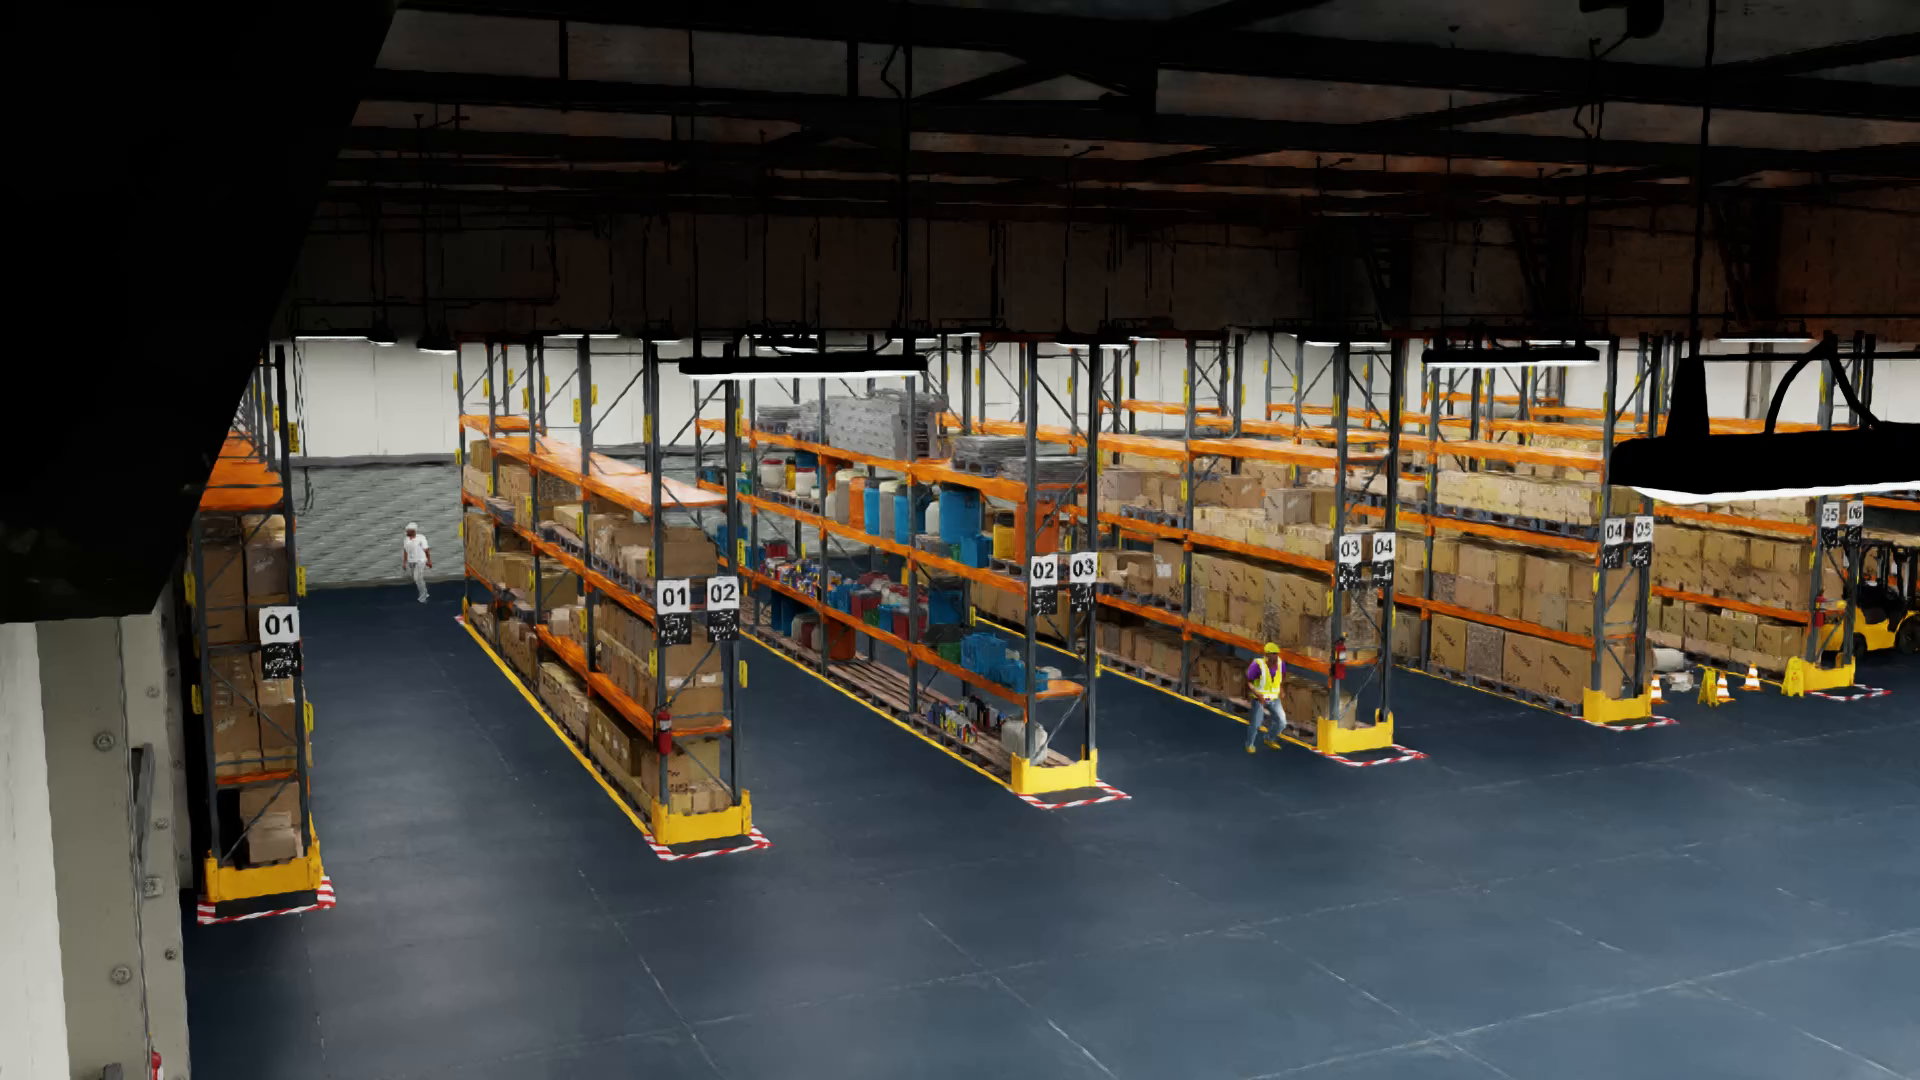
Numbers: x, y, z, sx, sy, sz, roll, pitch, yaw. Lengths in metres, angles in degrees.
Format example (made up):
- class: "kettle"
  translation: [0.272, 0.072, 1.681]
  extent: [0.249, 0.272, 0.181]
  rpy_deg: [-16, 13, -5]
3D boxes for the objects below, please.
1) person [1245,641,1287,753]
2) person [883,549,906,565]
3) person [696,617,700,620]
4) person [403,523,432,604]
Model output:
- class: "person"
  translation: [4.426, 2.275, 24.027]
  extent: [0.723, 1.692, 0.659]
  rpy_deg: [-2, 8, -17]
- class: "person"
  translation: [-1.612, -0.228, 42.233]
  extent: [0.528, 1.728, 1.032]
  rpy_deg: [-5, 9, -33]
- class: "person"
  translation: [-5.214, 1.208, 32.118]
  extent: [0.639, 1.632, 0.498]
  rpy_deg: [-4, 9, -25]
- class: "person"
  translation: [-12.035, 0.486, 36.908]
  extent: [0.651, 1.770, 0.494]
  rpy_deg: [4, 9, 28]
